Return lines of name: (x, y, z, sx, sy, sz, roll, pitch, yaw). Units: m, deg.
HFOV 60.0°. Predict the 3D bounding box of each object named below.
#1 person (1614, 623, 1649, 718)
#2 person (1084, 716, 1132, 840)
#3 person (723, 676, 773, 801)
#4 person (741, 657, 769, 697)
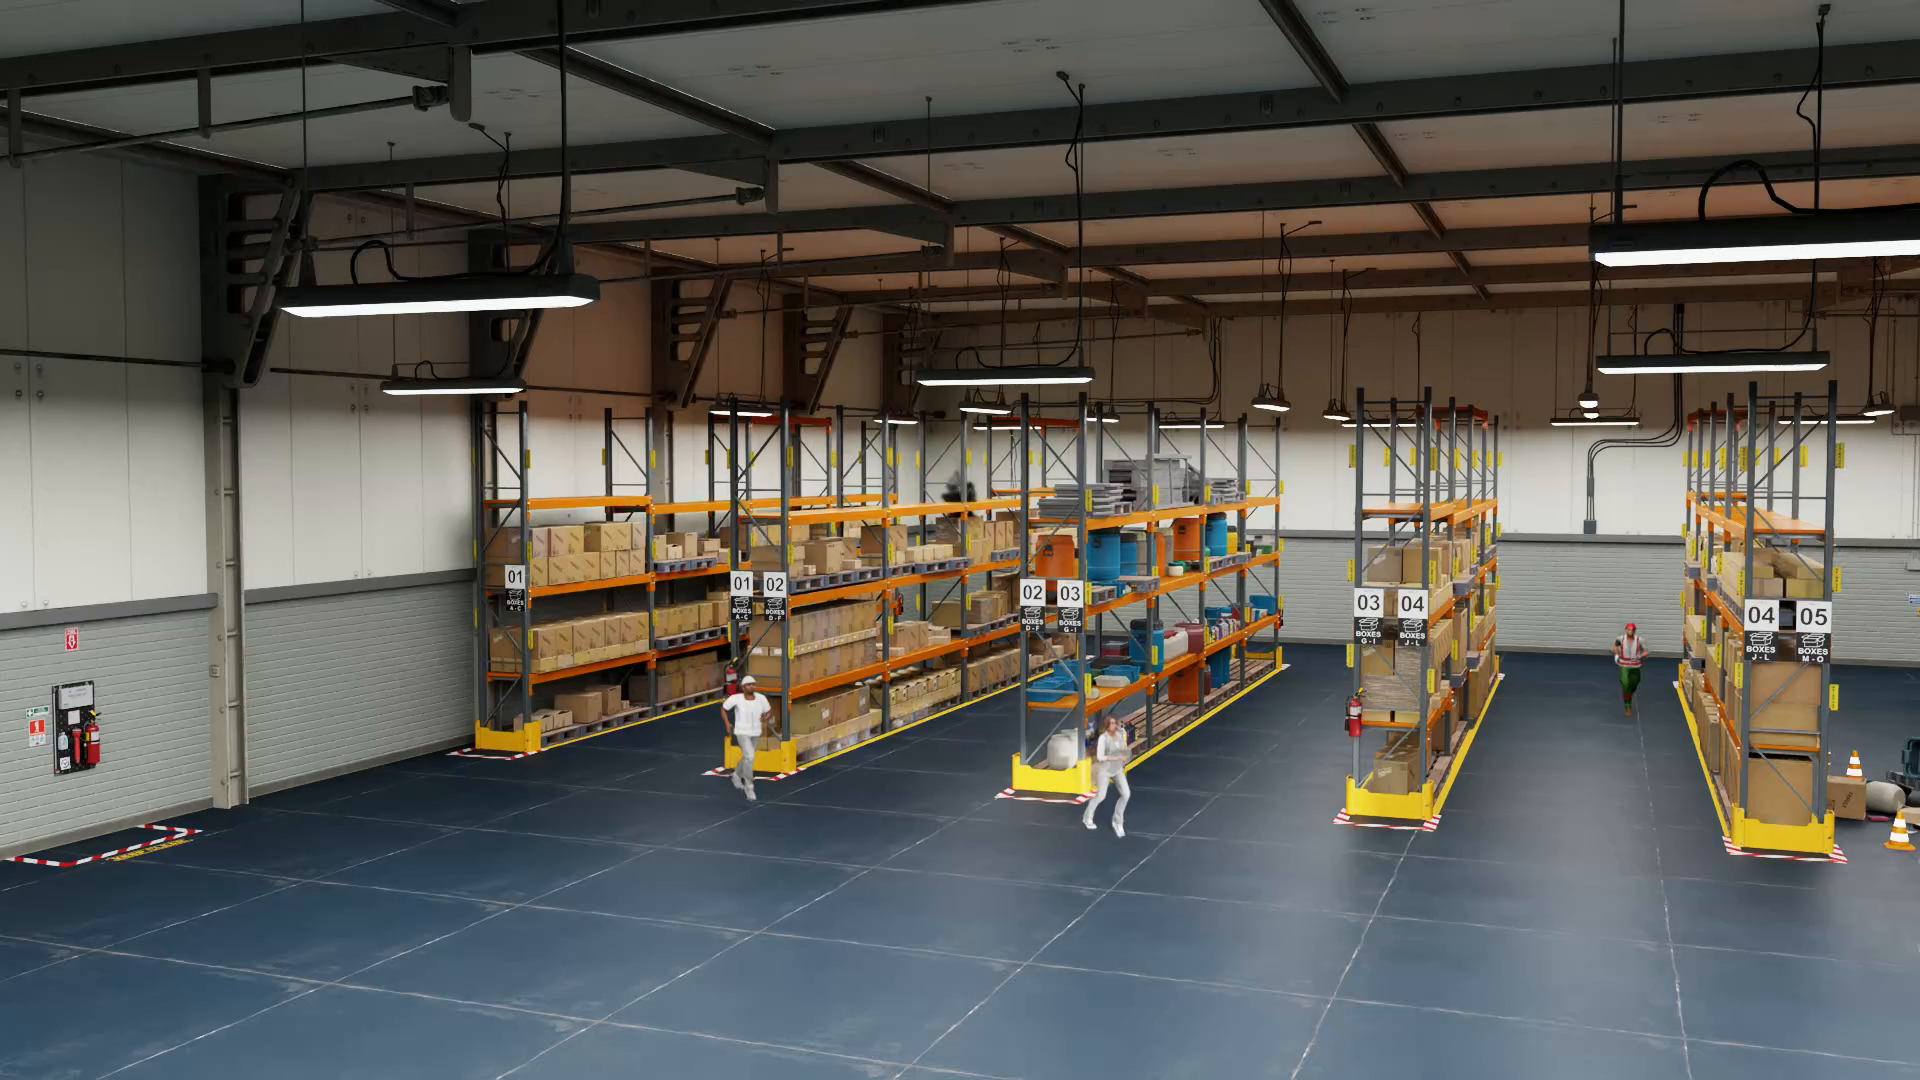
person: (13.214, 2.532, 32.730, 0.615, 1.799, 1.165, 1, 3, 14)
person: (2.015, 3.128, 22.080, 0.545, 1.631, 0.844, -2, 3, -33)
person: (-3.100, 2.900, 24.675, 0.701, 1.787, 0.909, -2, 3, -37)
person: (-3.603, 2.703, 29.749, 0.638, 1.784, 0.777, 1, 3, 21)
